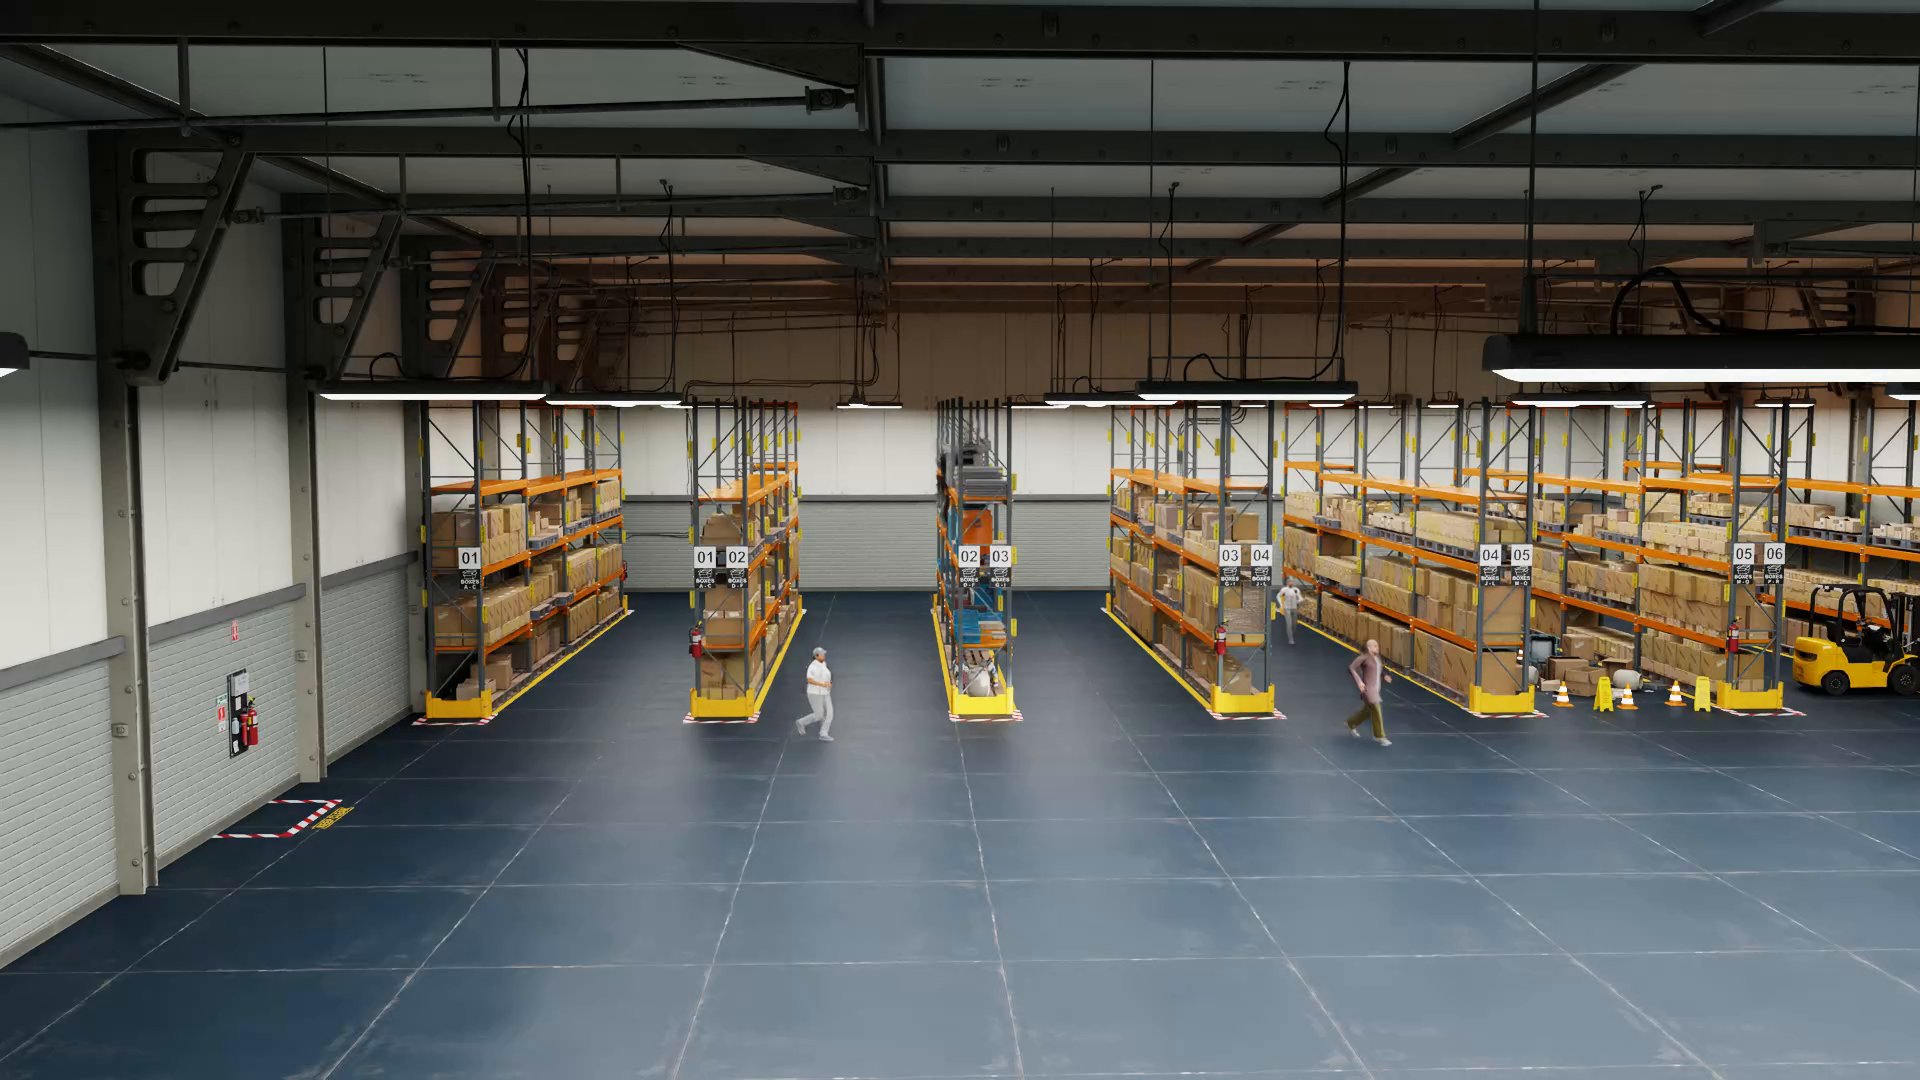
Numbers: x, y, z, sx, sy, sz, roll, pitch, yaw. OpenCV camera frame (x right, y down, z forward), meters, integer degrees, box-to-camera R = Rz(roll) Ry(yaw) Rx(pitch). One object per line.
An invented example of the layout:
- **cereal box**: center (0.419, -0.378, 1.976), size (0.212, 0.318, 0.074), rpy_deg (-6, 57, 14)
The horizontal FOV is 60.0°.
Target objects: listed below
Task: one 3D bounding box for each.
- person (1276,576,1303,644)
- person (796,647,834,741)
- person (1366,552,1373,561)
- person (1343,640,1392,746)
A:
- **person**: center (8.159, 1.705, 41.091), size (0.624, 1.669, 0.856), rpy_deg (0, 4, -3)
- **person**: center (-2.493, 2.673, 28.927), size (0.706, 1.629, 0.608), rpy_deg (2, 5, 22)
- **person**: center (11.438, 1.247, 46.431), size (0.645, 1.841, 0.767), rpy_deg (-1, 4, -10)
- **person**: center (7.075, 2.612, 28.790), size (0.994, 1.799, 0.708), rpy_deg (4, 6, 41)
